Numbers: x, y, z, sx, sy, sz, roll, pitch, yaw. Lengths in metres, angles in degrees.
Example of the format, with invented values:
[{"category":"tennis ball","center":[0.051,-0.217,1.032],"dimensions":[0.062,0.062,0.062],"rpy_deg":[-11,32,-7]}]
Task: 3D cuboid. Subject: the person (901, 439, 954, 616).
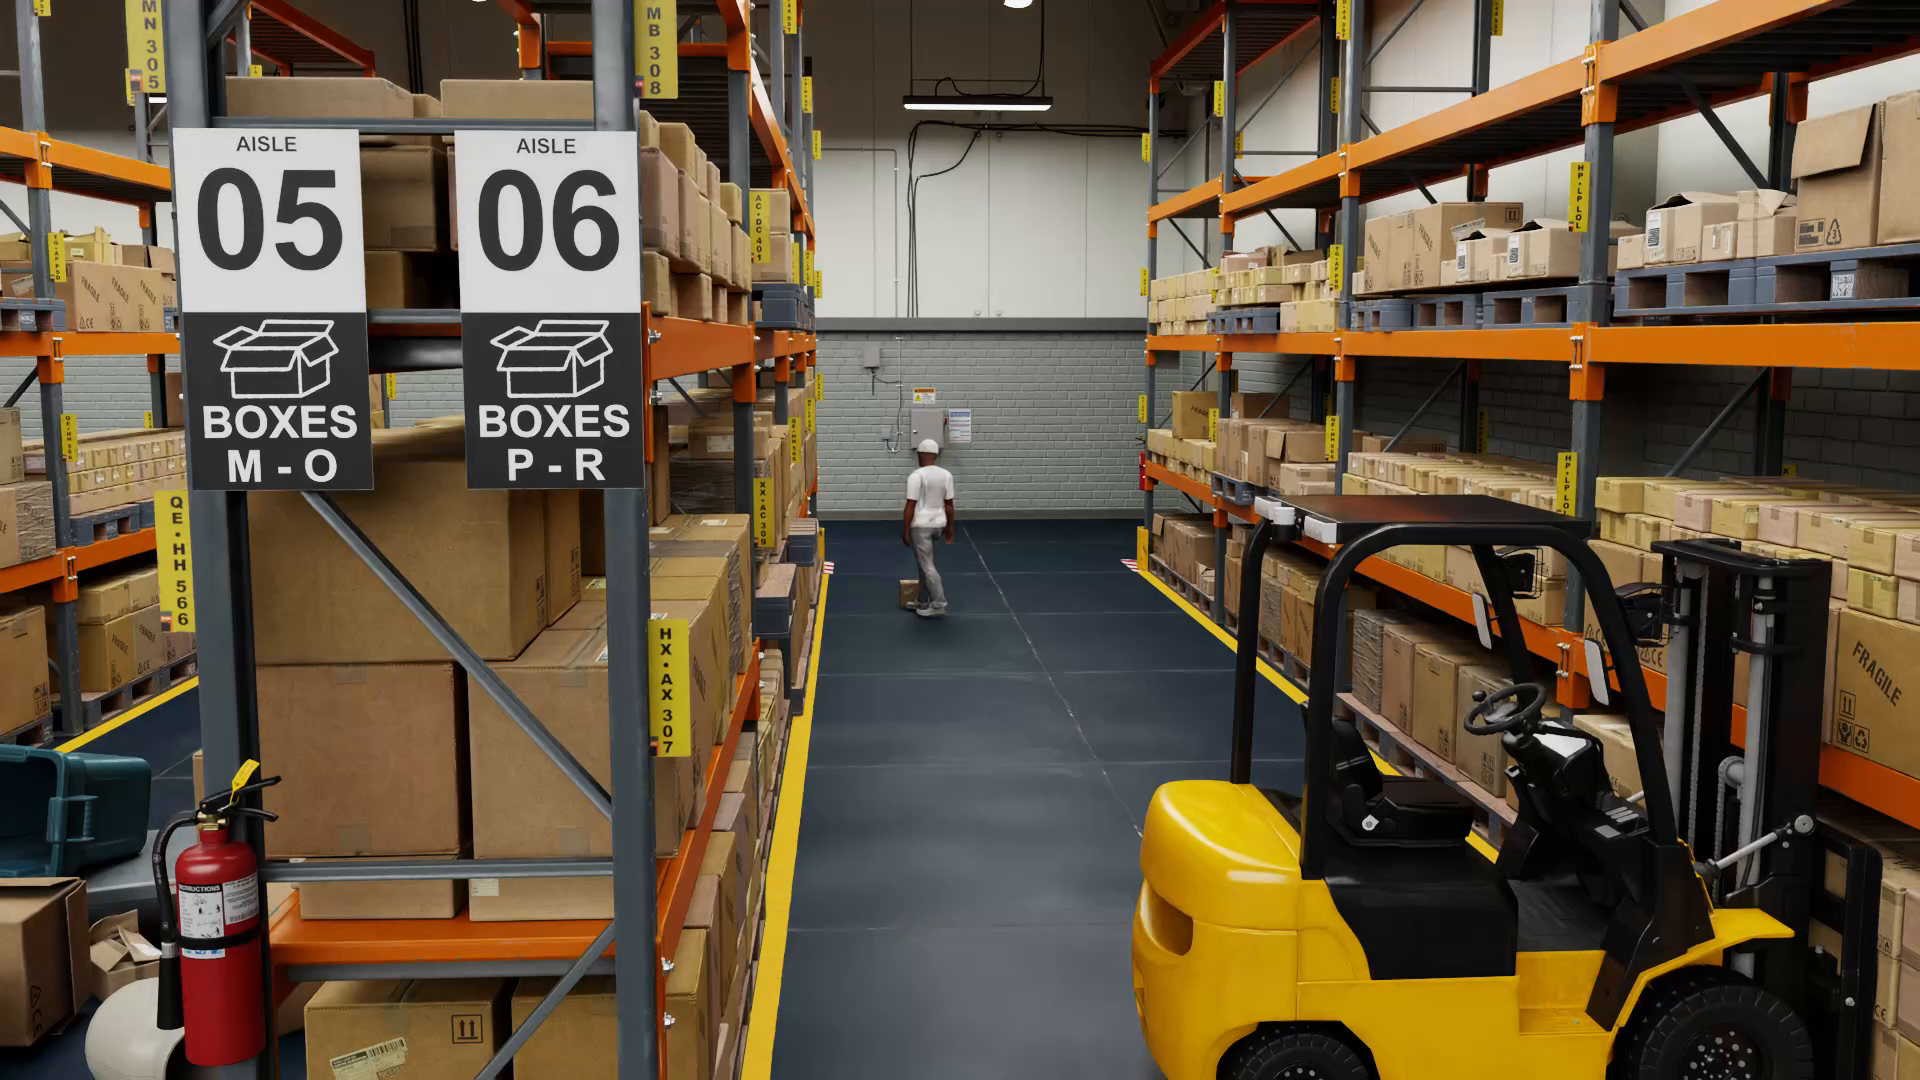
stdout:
[{"category":"person","center":[-0.369,-0.125,16.657],"dimensions":[0.703,1.764,0.575],"rpy_deg":[6,9,43]}]
